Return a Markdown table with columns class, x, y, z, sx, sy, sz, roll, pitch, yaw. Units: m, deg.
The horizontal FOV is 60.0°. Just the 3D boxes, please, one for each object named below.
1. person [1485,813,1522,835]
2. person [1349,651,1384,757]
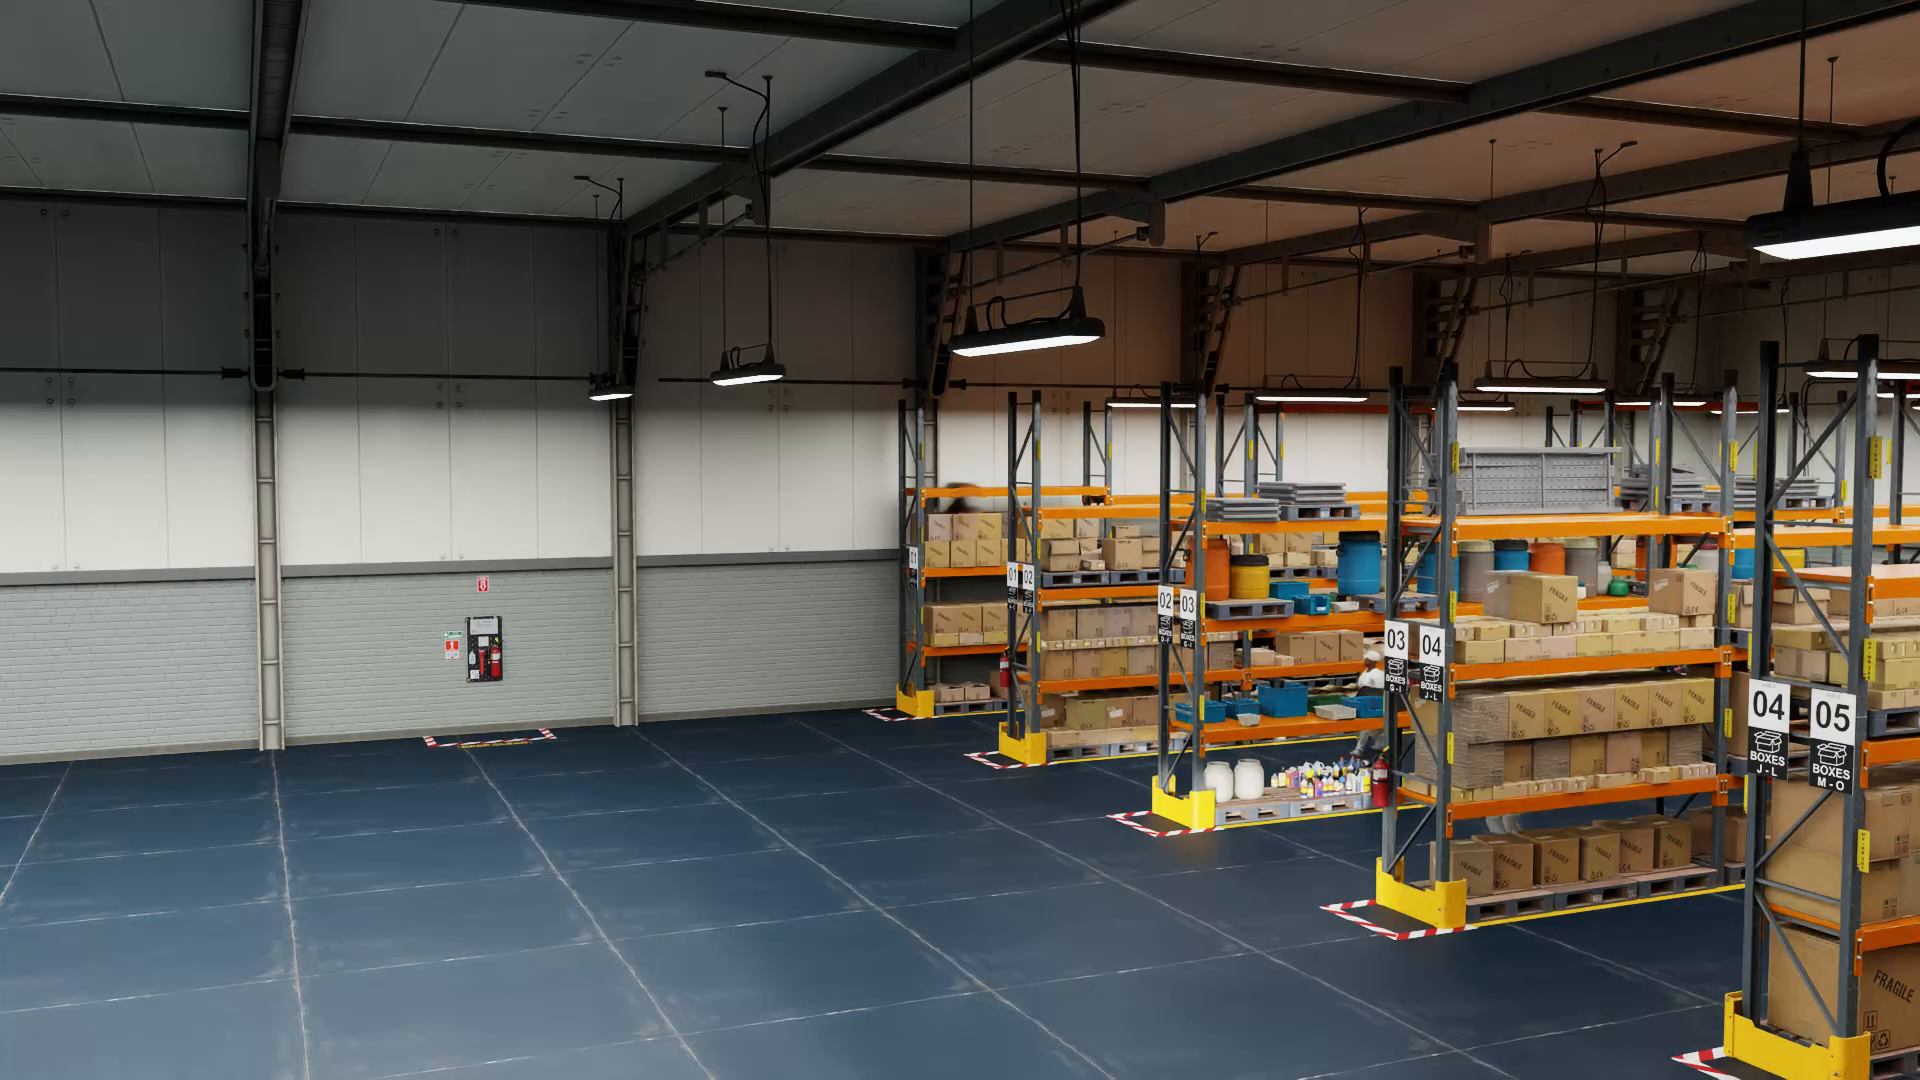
| class | x | y | z | sx | sy | sz | roll | pitch | yaw |
| --- | --- | --- | --- | --- | --- | --- | --- | --- | --- |
| person | 6.707 | 3.126 | 20.582 | 0.675 | 1.814 | 0.556 | -1 | 3 | -12 |
| person | 6.714 | 2.694 | 27.484 | 1.010 | 1.728 | 0.688 | -2 | 4 | -35 |
